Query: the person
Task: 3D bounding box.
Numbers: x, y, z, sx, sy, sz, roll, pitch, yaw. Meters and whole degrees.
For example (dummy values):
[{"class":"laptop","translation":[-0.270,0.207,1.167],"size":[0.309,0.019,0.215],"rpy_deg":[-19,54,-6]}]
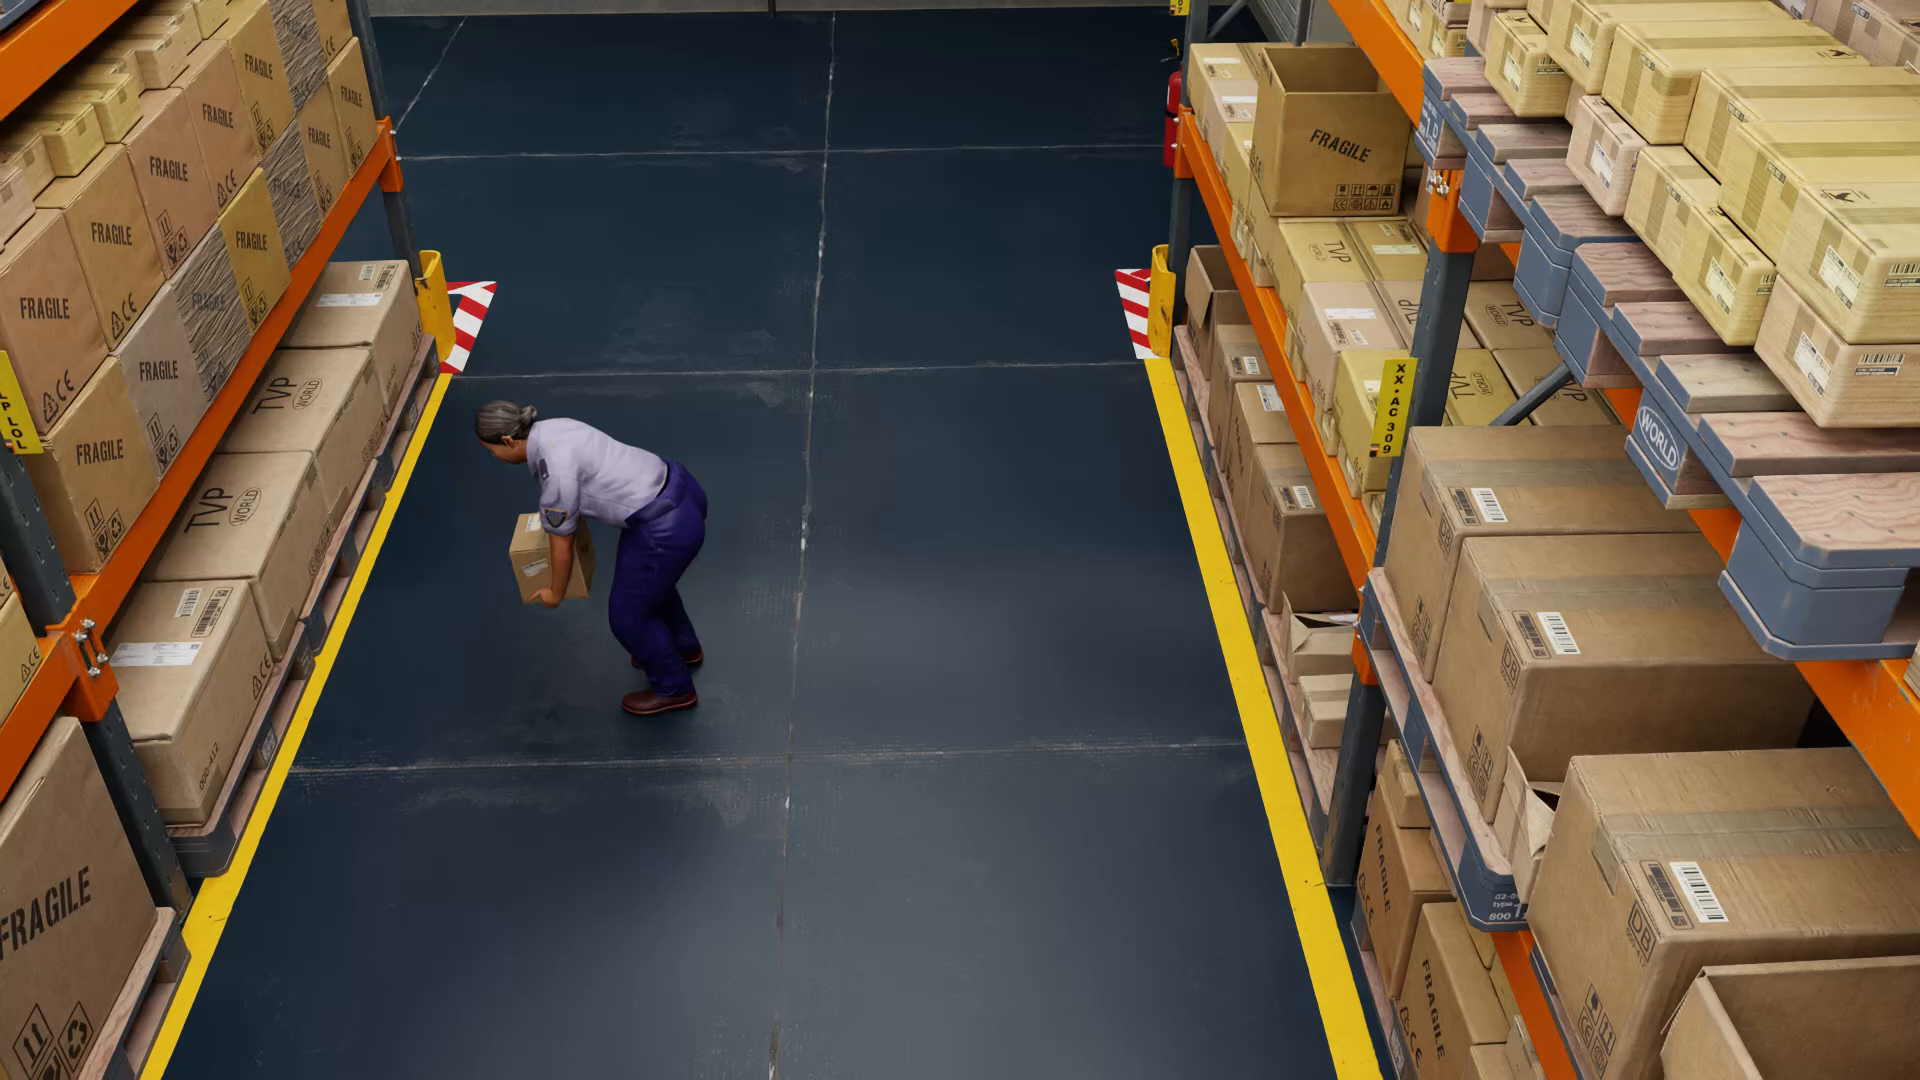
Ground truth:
[{"class":"person","translation":[-1.357,0.039,6.366],"size":[0.793,1.352,0.462],"rpy_deg":[-2,36,-3]}]
